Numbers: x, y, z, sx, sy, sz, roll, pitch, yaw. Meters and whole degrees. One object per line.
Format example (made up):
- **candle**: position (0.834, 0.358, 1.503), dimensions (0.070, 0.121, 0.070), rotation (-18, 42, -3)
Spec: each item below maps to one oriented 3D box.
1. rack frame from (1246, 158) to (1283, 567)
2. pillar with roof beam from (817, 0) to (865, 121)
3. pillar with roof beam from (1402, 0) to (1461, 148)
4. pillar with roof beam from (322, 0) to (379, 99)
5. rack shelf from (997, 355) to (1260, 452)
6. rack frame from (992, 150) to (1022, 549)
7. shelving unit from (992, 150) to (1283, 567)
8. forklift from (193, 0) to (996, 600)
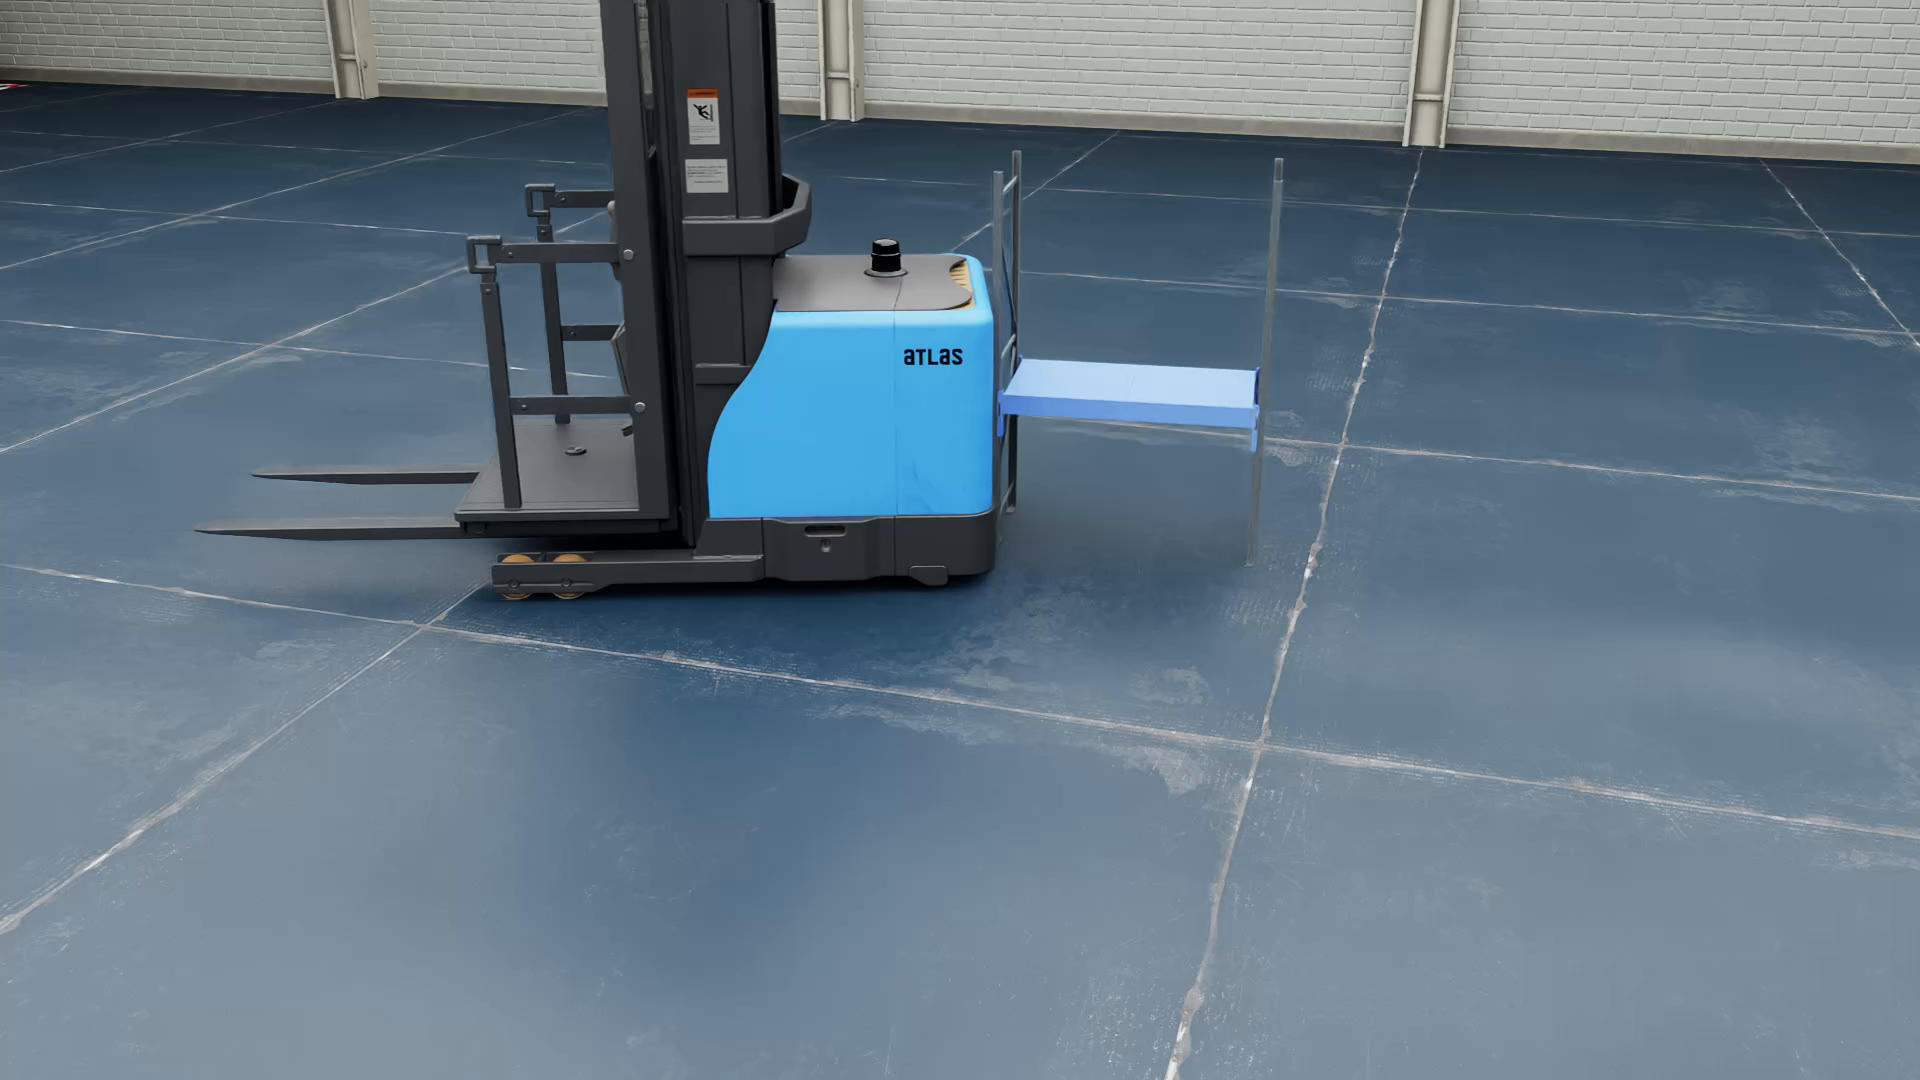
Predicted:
- **rack frame**: position (1.183, -0.682, 6.455), dimensions (0.032, 1.500, 0.500), rotation (4, 23, 10)
- **pillar with roof beam**: position (-2.491, -7.091, 12.199), dimensions (0.400, 9.000, 9.100), rotation (7, 23, 16)
- **pillar with roof beam**: position (3.253, -6.433, 10.595), dimensions (0.400, 9.000, 9.100), rotation (7, 23, 16)
- **pillar with roof beam**: position (-8.235, -7.748, 13.802), dimensions (0.400, 9.000, 9.100), rotation (7, 23, 16)
- **rack shelf**: position (0.683, -0.550, 6.609), dimensions (1.000, 0.185, 0.538), rotation (4, 23, 10)
- **rack frame**: position (0.183, -0.752, 6.626), dimensions (0.032, 1.500, 0.500), rotation (4, 23, 10)
- **shelving unit**: position (0.683, -0.717, 6.541), dimensions (1.048, 1.500, 0.538), rotation (4, 23, 10)
- **forklift**: position (-1.396, -1.336, 6.165), dimensions (3.031, 2.935, 1.130), rotation (-1, 22, -2)
